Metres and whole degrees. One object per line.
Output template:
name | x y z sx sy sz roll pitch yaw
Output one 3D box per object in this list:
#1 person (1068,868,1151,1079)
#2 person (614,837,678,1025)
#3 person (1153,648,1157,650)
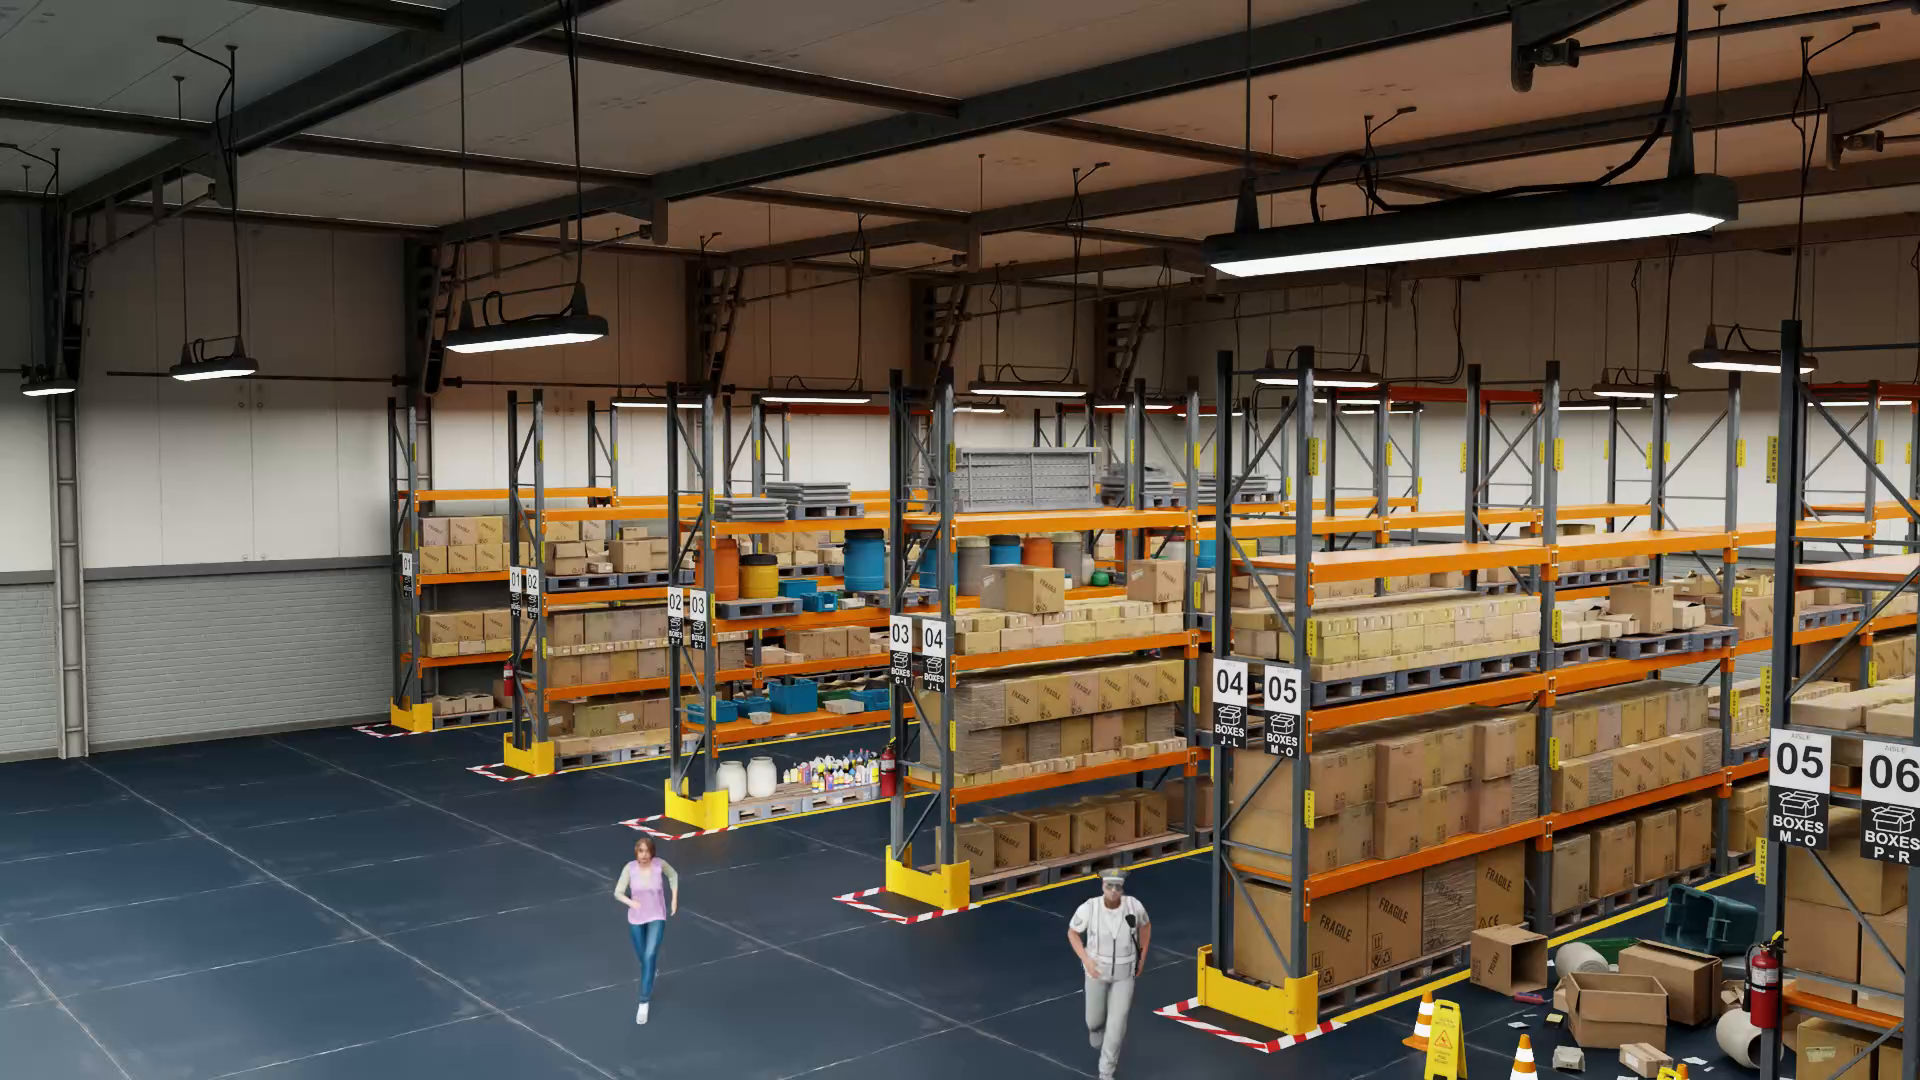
person | 1.214 3.508 13.563 0.671 1.772 0.870 0 3 0
person | -2.859 3.480 15.178 0.563 1.610 0.909 0 3 -6
person | 3.928 2.320 31.322 0.672 1.805 0.835 3 5 45
